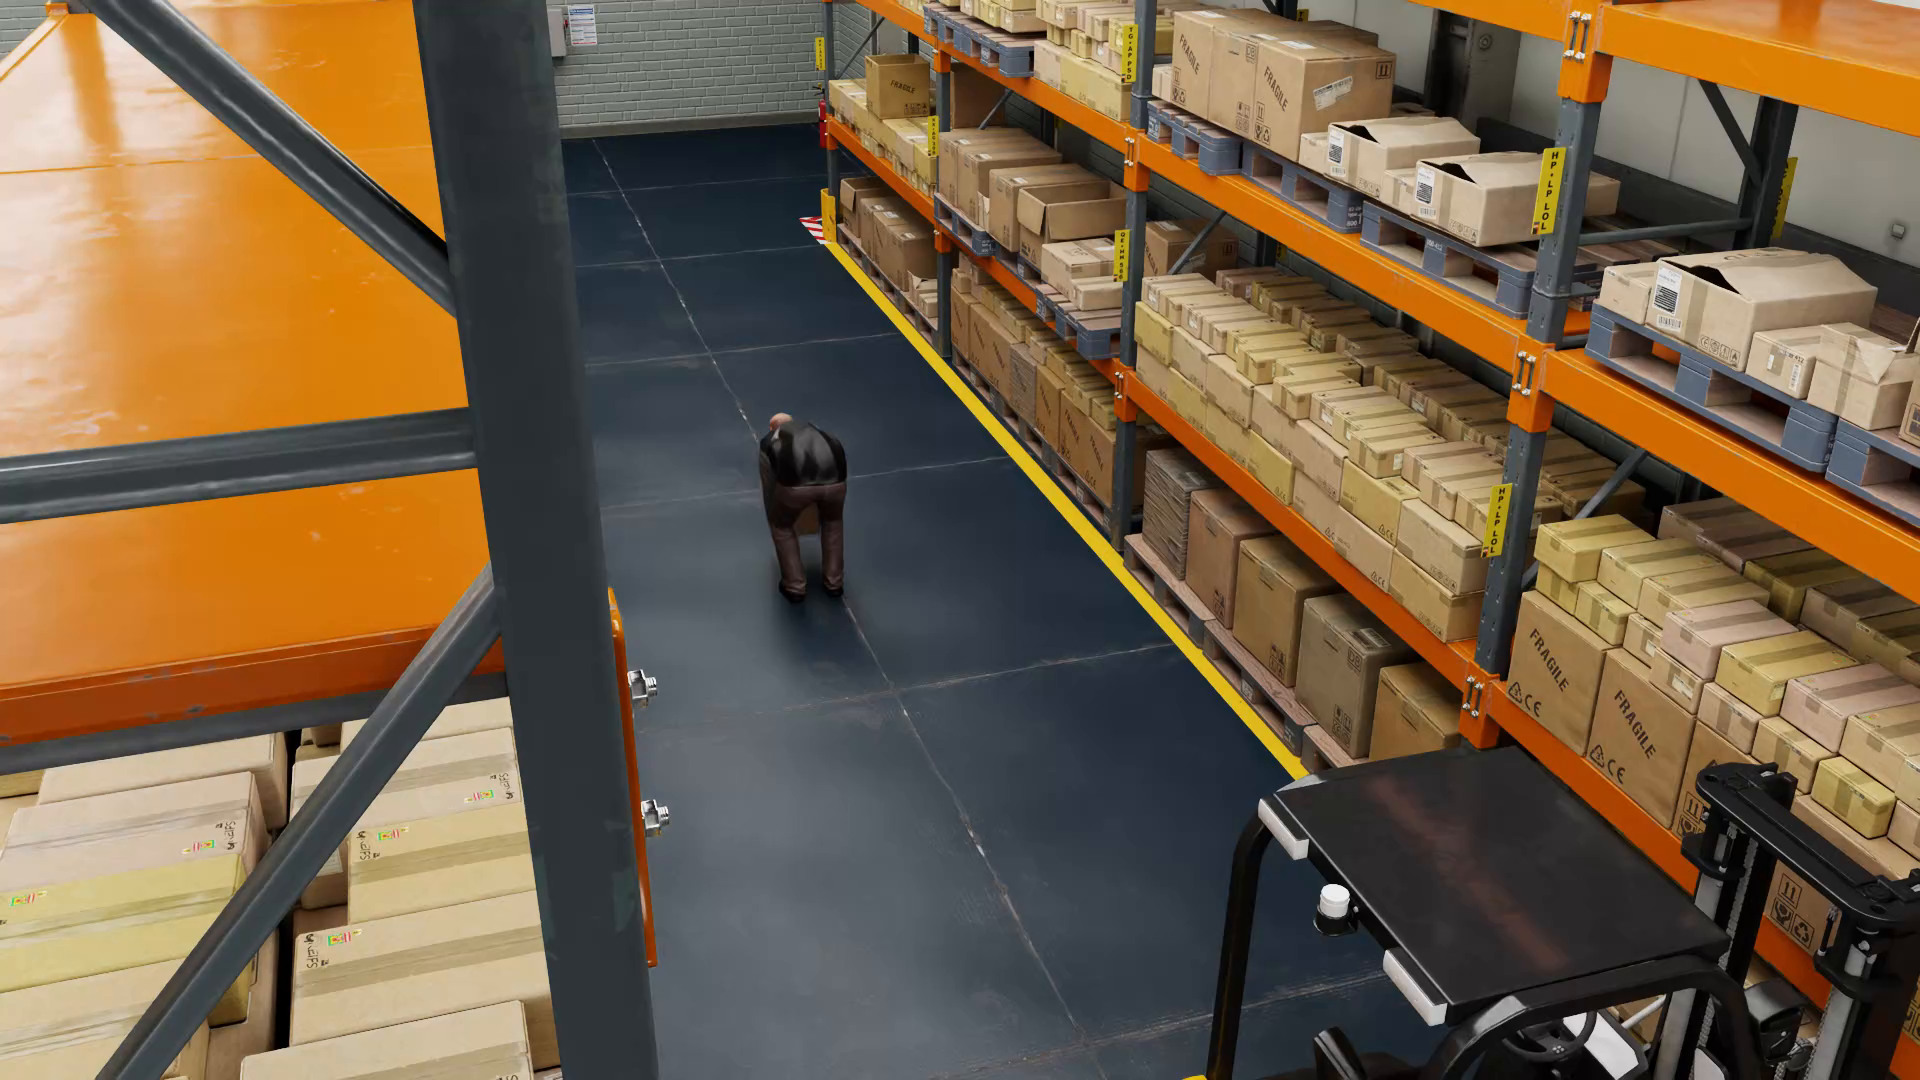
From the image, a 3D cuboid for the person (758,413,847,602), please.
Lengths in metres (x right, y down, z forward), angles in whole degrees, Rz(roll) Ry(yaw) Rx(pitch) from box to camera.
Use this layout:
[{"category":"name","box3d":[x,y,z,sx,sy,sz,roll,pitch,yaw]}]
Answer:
[{"category":"person","box3d":[-1.018,-0.252,10.611,0.475,1.100,0.961,-9,28,-18]}]
